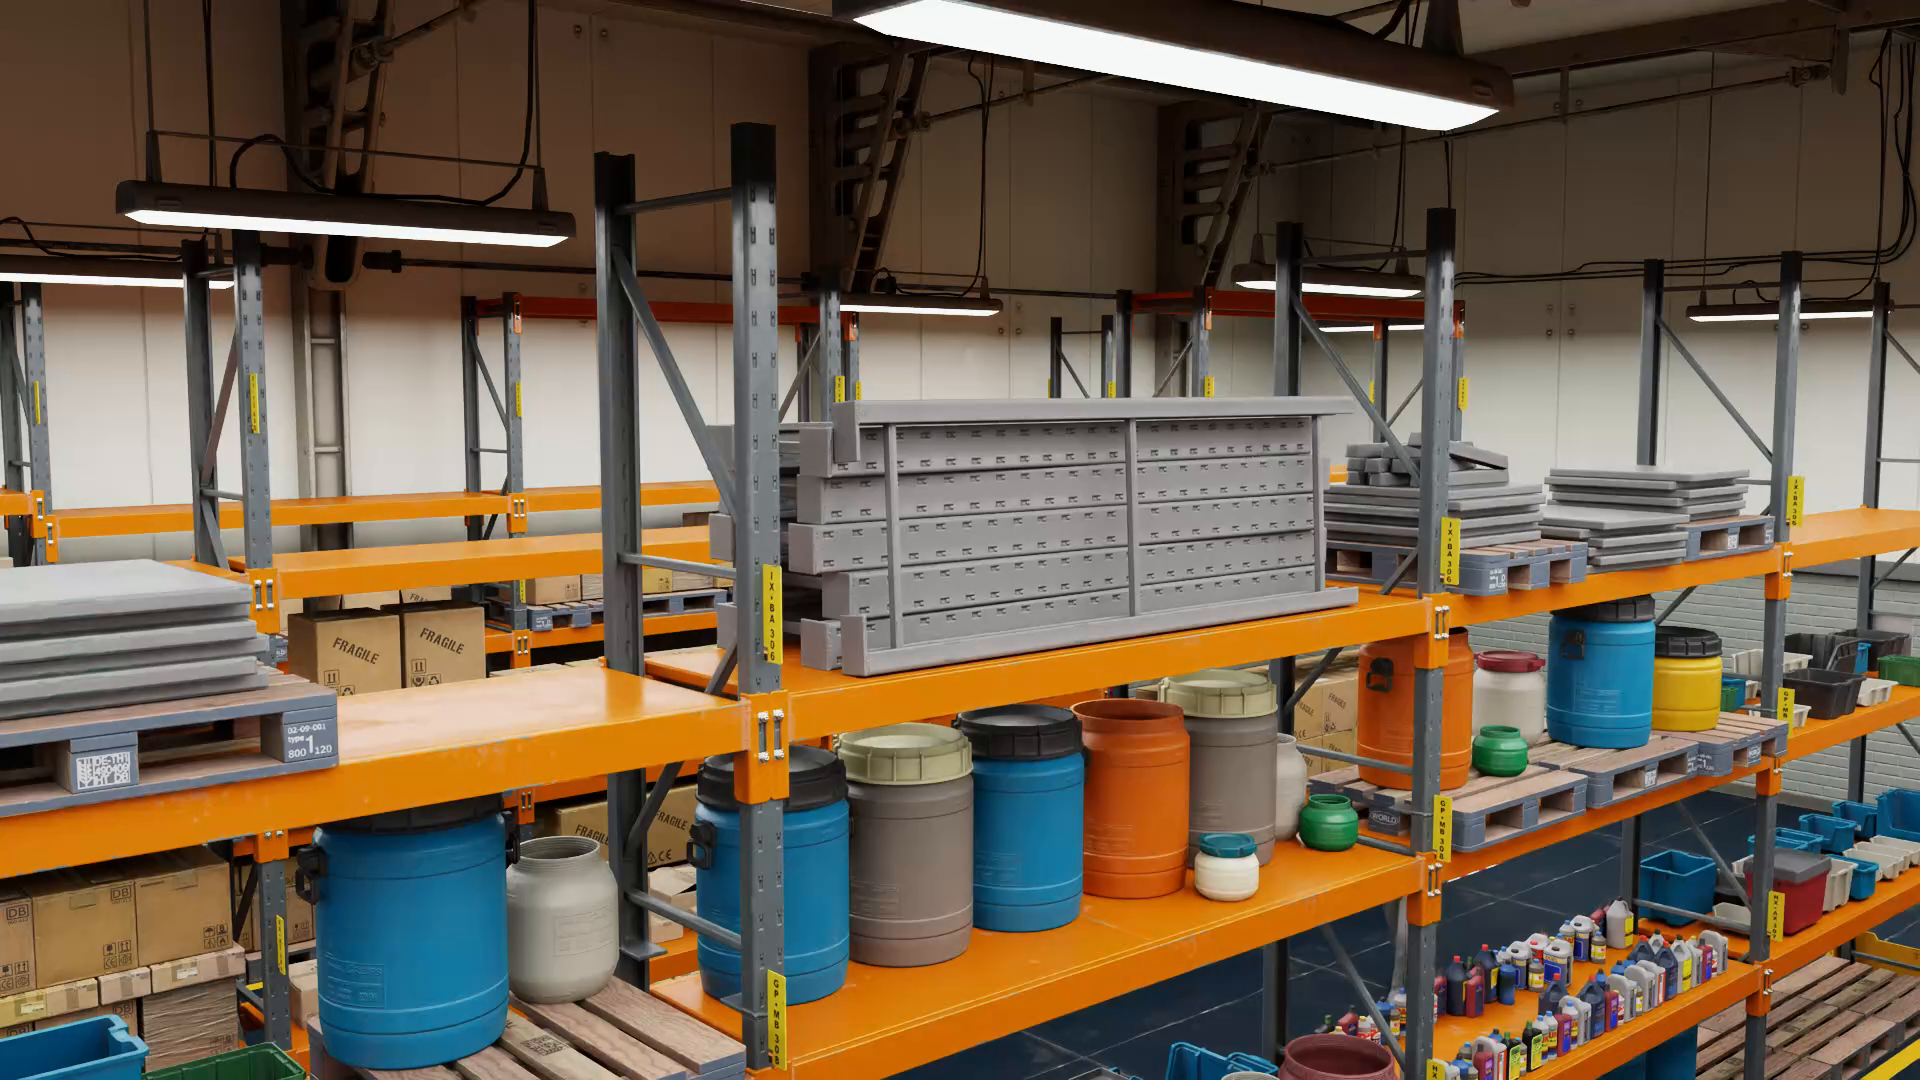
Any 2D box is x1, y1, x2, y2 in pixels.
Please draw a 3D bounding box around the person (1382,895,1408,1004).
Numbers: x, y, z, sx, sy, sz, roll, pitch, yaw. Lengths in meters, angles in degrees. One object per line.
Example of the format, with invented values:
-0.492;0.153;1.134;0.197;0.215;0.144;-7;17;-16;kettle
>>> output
3.745;3.002;14.087;0.538;1.713;0.876;4;7;36;person
